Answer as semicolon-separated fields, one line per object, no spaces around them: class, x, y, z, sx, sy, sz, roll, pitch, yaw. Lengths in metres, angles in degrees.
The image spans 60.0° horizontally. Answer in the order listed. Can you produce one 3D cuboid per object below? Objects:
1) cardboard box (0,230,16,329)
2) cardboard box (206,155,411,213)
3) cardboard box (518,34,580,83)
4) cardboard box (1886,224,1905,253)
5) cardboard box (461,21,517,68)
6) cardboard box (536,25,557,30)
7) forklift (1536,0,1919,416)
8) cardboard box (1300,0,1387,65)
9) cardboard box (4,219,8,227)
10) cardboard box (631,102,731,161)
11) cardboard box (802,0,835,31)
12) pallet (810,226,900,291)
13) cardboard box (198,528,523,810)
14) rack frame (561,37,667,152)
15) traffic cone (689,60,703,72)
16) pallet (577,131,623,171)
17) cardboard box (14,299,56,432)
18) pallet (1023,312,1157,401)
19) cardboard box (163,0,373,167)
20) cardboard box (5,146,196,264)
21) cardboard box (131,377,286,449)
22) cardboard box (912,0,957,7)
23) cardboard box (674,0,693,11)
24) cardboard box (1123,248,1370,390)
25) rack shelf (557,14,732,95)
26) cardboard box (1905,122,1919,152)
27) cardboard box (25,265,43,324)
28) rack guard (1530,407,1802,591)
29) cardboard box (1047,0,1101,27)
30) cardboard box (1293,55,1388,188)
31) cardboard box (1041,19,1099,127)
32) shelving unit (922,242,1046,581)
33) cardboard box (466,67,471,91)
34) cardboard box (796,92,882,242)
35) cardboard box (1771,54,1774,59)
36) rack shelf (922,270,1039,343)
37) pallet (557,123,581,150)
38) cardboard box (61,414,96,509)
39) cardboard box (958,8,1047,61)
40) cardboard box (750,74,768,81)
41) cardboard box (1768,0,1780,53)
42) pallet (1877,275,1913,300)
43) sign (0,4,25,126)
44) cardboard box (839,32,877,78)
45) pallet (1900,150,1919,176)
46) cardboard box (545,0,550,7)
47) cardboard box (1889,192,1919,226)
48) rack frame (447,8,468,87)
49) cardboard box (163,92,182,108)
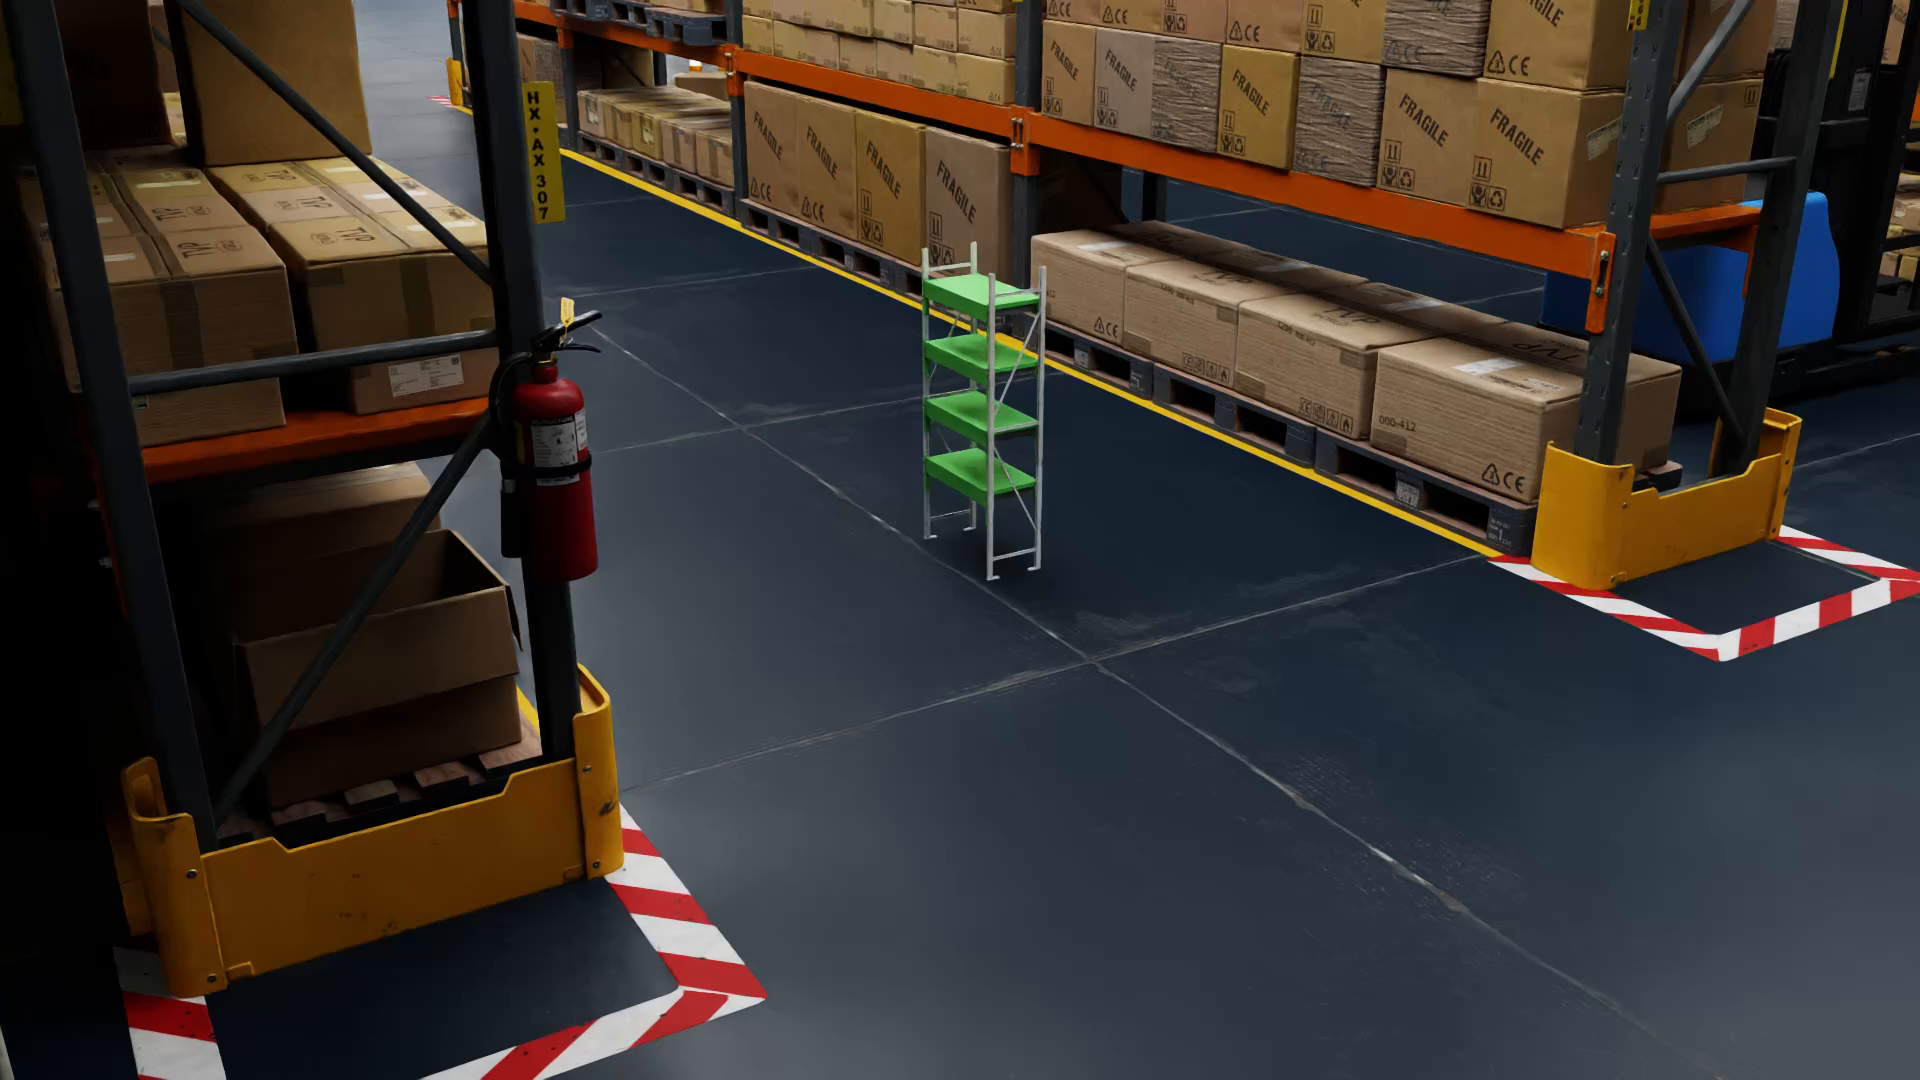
cardboard box;-5.067;-1.507;9.298;0.500;0.500;0.500;-11;25;-26
cardboard box;-1.978;-0.999;5.089;0.500;0.250;0.500;-13;26;-29
cardboard box;-4.117;-4.818;16.780;0.500;0.500;0.500;-12;25;-27
cardboard box;5.838;-1.893;10.319;0.380;0.149;0.250;-11;25;-26
cardboard box;-5.179;-5.487;18.425;0.500;0.500;0.500;-14;26;-30
cardboard box;-4.212;-5.266;17.883;0.500;0.500;0.500;-13;26;-29
forklift;4.611;-2.361;8.727;3.031;2.935;1.130;-12;25;-28
cardboard box;1.814;-2.305;7.039;0.500;0.500;0.500;-13;25;-29
cardboard box;-4.739;-1.599;8.663;0.380;0.149;0.250;-14;26;-30
cardboard box;-2.326;-3.597;14.609;0.950;0.372;0.625;-12;25;-26
cardboard box;-0.726;-3.570;11.147;0.500;0.250;0.500;-13;25;-28
pallet;-0.323;-1.995;11.439;1.003;0.211;1.213;-13;25;-28
cardboard box;-1.690;0.341;4.748;0.797;0.503;0.637;-14;26;-30
rack frame;-3.323;-5.246;15.734;1.000;3.000;0.127;-13;25;-28
traffic cone;-3.257;-5.798;20.461;0.336;0.463;0.334;-13;25;-28
pallet;-2.924;-3.702;15.639;1.003;0.211;1.213;-13;25;-28
cardboard box;-4.007;-0.839;7.653;0.500;0.500;0.500;-13;25;-28
pallet;1.085;-1.103;9.245;1.003;0.211;1.213;-13;25;-28
cardboard box;-2.225;-1.505;5.339;0.500;0.500;0.500;-12;25;-27
cardboard box;-2.700;-1.069;5.262;0.500;0.250;0.500;-13;25;-28
cardboard box;-1.859;-0.344;4.009;0.380;0.149;0.250;-13;25;-29
cardboard box;0.049;-3.428;9.801;0.500;0.500;0.500;-12;25;-27
cardboard box;-2.016;-4.236;13.025;0.380;0.149;0.250;-13;25;-29
cardboard box;1.450;-1.150;8.502;0.875;0.438;0.875;-13;26;-30
rack shelf;-2.302;-4.265;14.276;1.077;0.370;4.000;-13;25;-28
cardboard box;8.939;-3.976;14.873;1.225;0.875;0.875;-13;25;-28
cardboard box;-2.579;-0.749;5.005;0.380;0.149;0.250;-12;25;-28
rack guard;2.819;-0.195;6.628;1.175;0.500;0.348;-13;25;-28
cardboard box;0.798;-2.965;8.661;0.500;0.500;0.500;-12;25;-28
cardboard box;1.818;-1.843;7.229;0.500;0.500;0.500;-12;25;-27
cardboard box;0.778;-2.500;8.846;0.500;0.500;0.500;-12;25;-27
shelving unit;0.085;-0.502;6.454;0.258;1.200;0.503;-13;25;-28
cardboard box;-5.192;-5.147;18.585;0.500;0.250;0.500;-13;25;-29
cardboard box;-0.546;-2.632;11.567;0.875;0.875;0.875;-12;25;-28
cardboard box;5.414;-3.041;10.643;0.380;0.149;0.250;-12;25;-27
rack shelf;0.085;-0.888;6.297;0.258;0.148;0.480;-13;25;-28
pallet;-3.697;-4.164;16.777;1.003;0.211;1.213;-13;25;-28
cardboard box;-3.368;-0.390;6.800;0.500;0.311;0.500;-12;25;-26
cardboard box;0.329;-2.914;9.532;0.500;0.250;0.500;-13;25;-28
cardboard box;-1.808;-4.791;16.928;0.500;0.500;0.500;-13;25;-28
cardboard box;5.262;-3.457;10.806;0.500;0.500;0.500;-13;25;-28
pallet;5.968;-1.743;10.819;1.003;0.211;1.213;-13;25;-28
sign;-1.946;-0.988;3.301;0.100;0.325;0.005;-13;25;-28
cardboard box;-0.451;-3.182;10.855;0.500;0.250;0.500;-13;25;-28
pallet;8.824;-3.506;15.156;1.003;0.211;1.213;-13;25;-28
cardboard box;-3.749;-5.175;15.893;0.380;0.149;0.250;-13;25;-29
cardboard box;5.900;-2.049;10.307;0.380;0.149;0.250;-14;26;-30
rack frame;-5.366;-6.541;18.919;1.000;3.000;0.127;-13;25;-28
cardboard box;-3.032;-1.650;6.692;0.500;0.250;0.500;-12;25;-27
